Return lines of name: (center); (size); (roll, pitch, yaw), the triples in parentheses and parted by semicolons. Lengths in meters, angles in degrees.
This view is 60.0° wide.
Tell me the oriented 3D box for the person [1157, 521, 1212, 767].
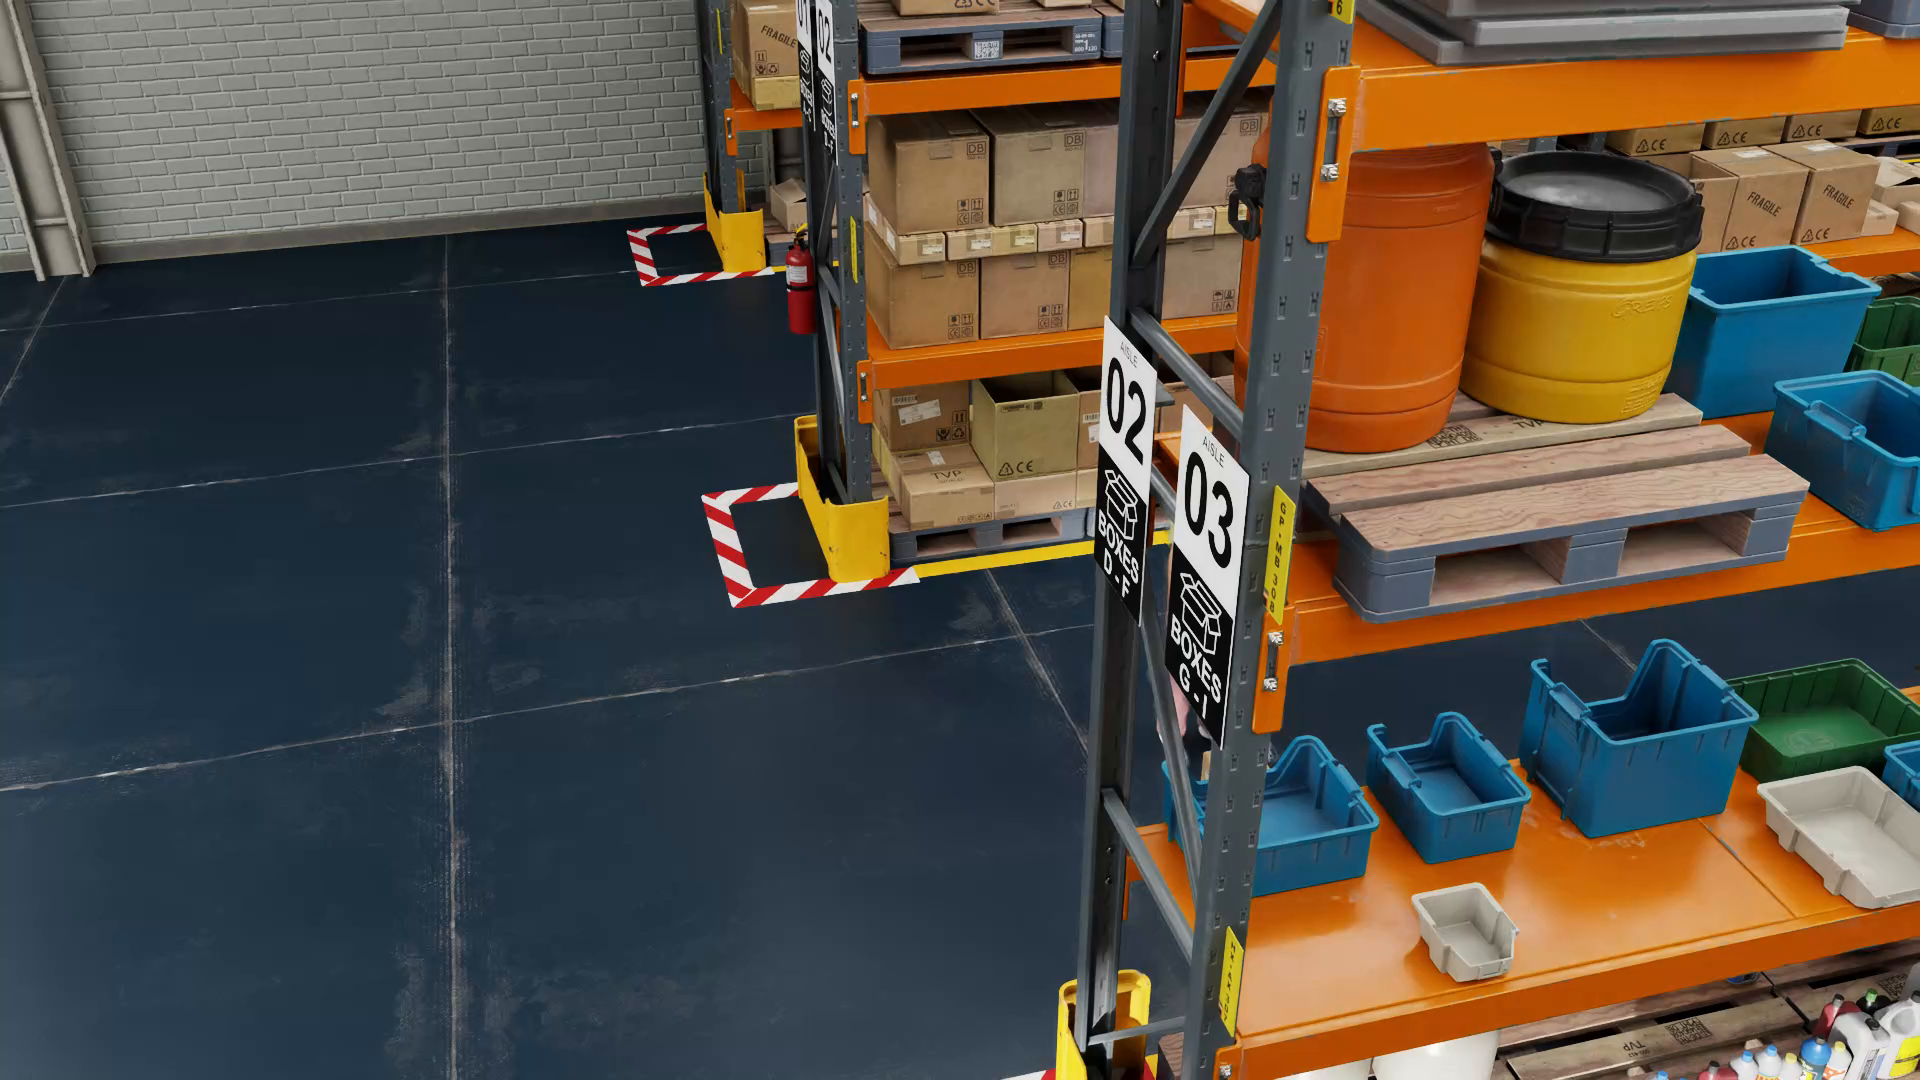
person: (1.171, 0.288, 7.756); (0.442, 1.678, 0.358); (-7, 31, -12)
